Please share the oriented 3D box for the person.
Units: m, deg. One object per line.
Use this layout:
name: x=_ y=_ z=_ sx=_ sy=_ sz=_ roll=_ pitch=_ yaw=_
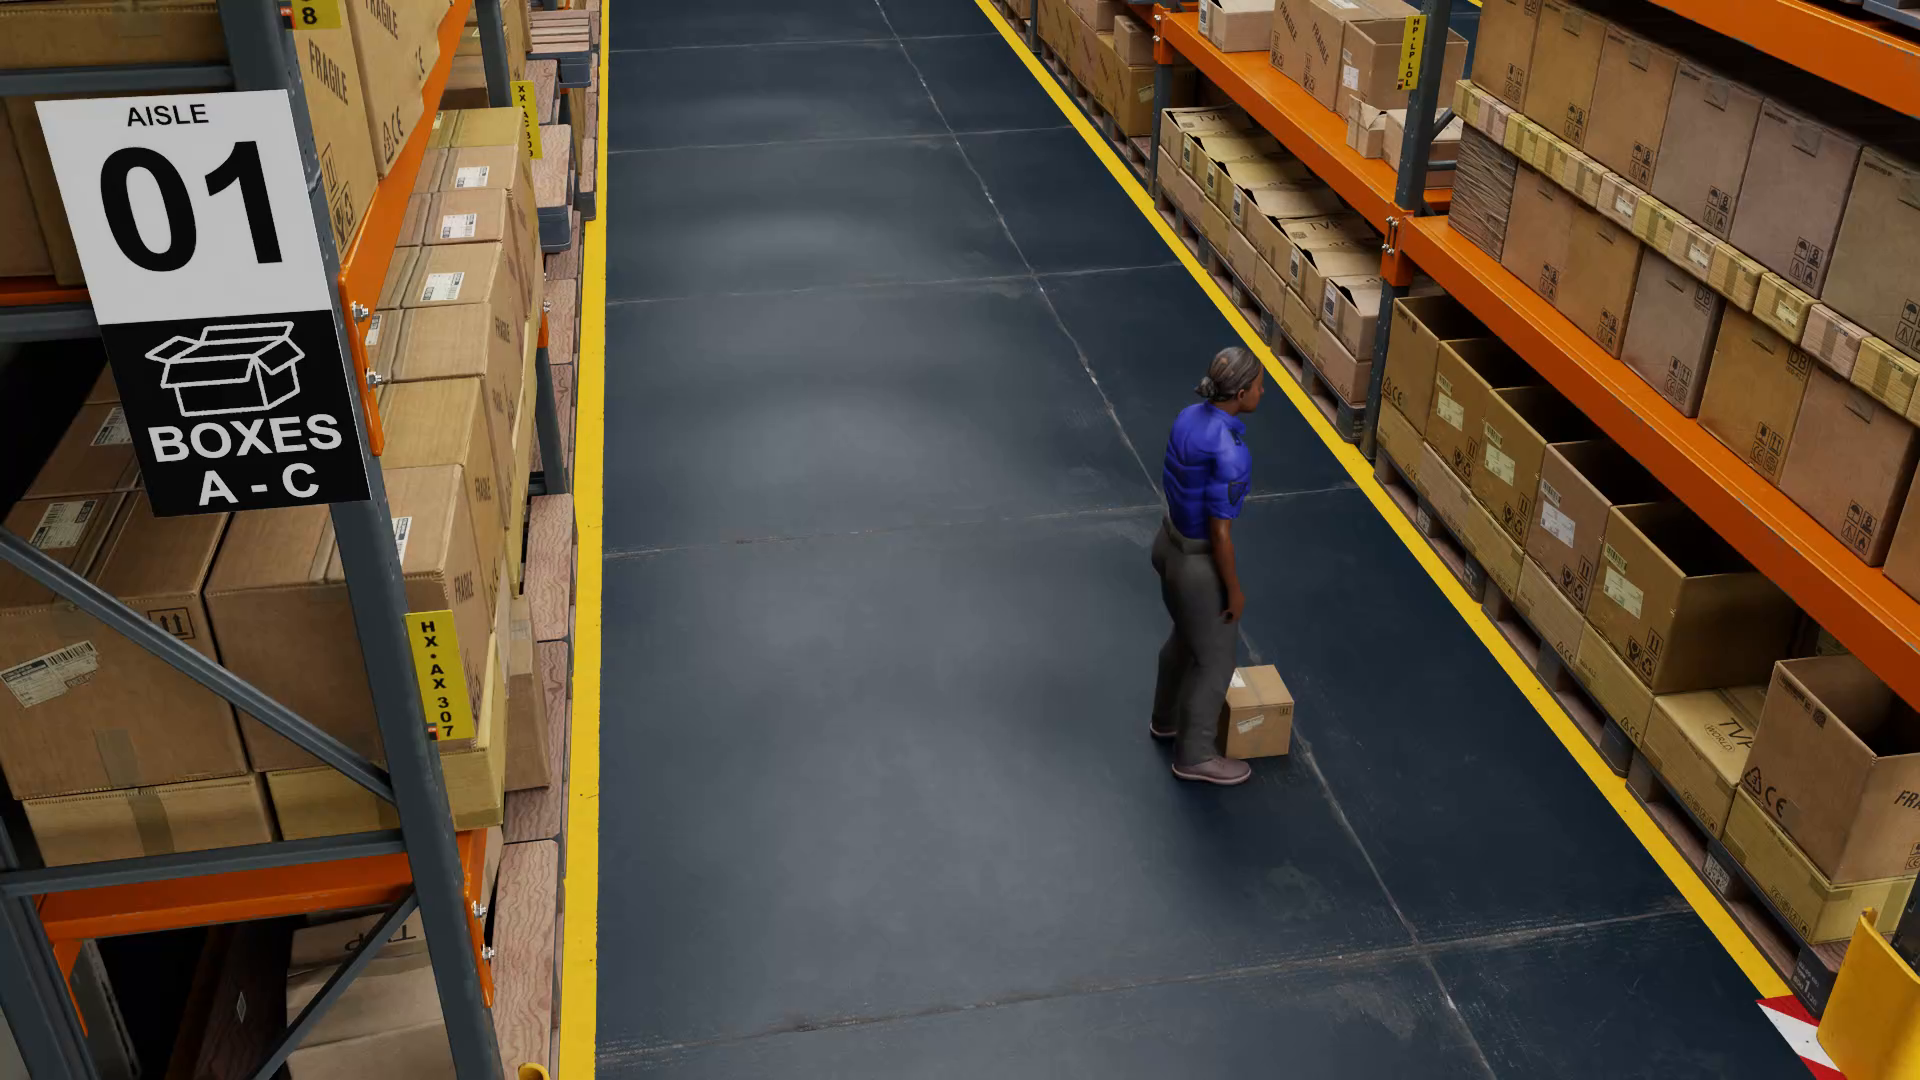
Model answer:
person: x=0.886 y=0.086 z=5.994 sx=0.349 sy=1.655 sz=0.532 roll=-7 pitch=32 yaw=-12
